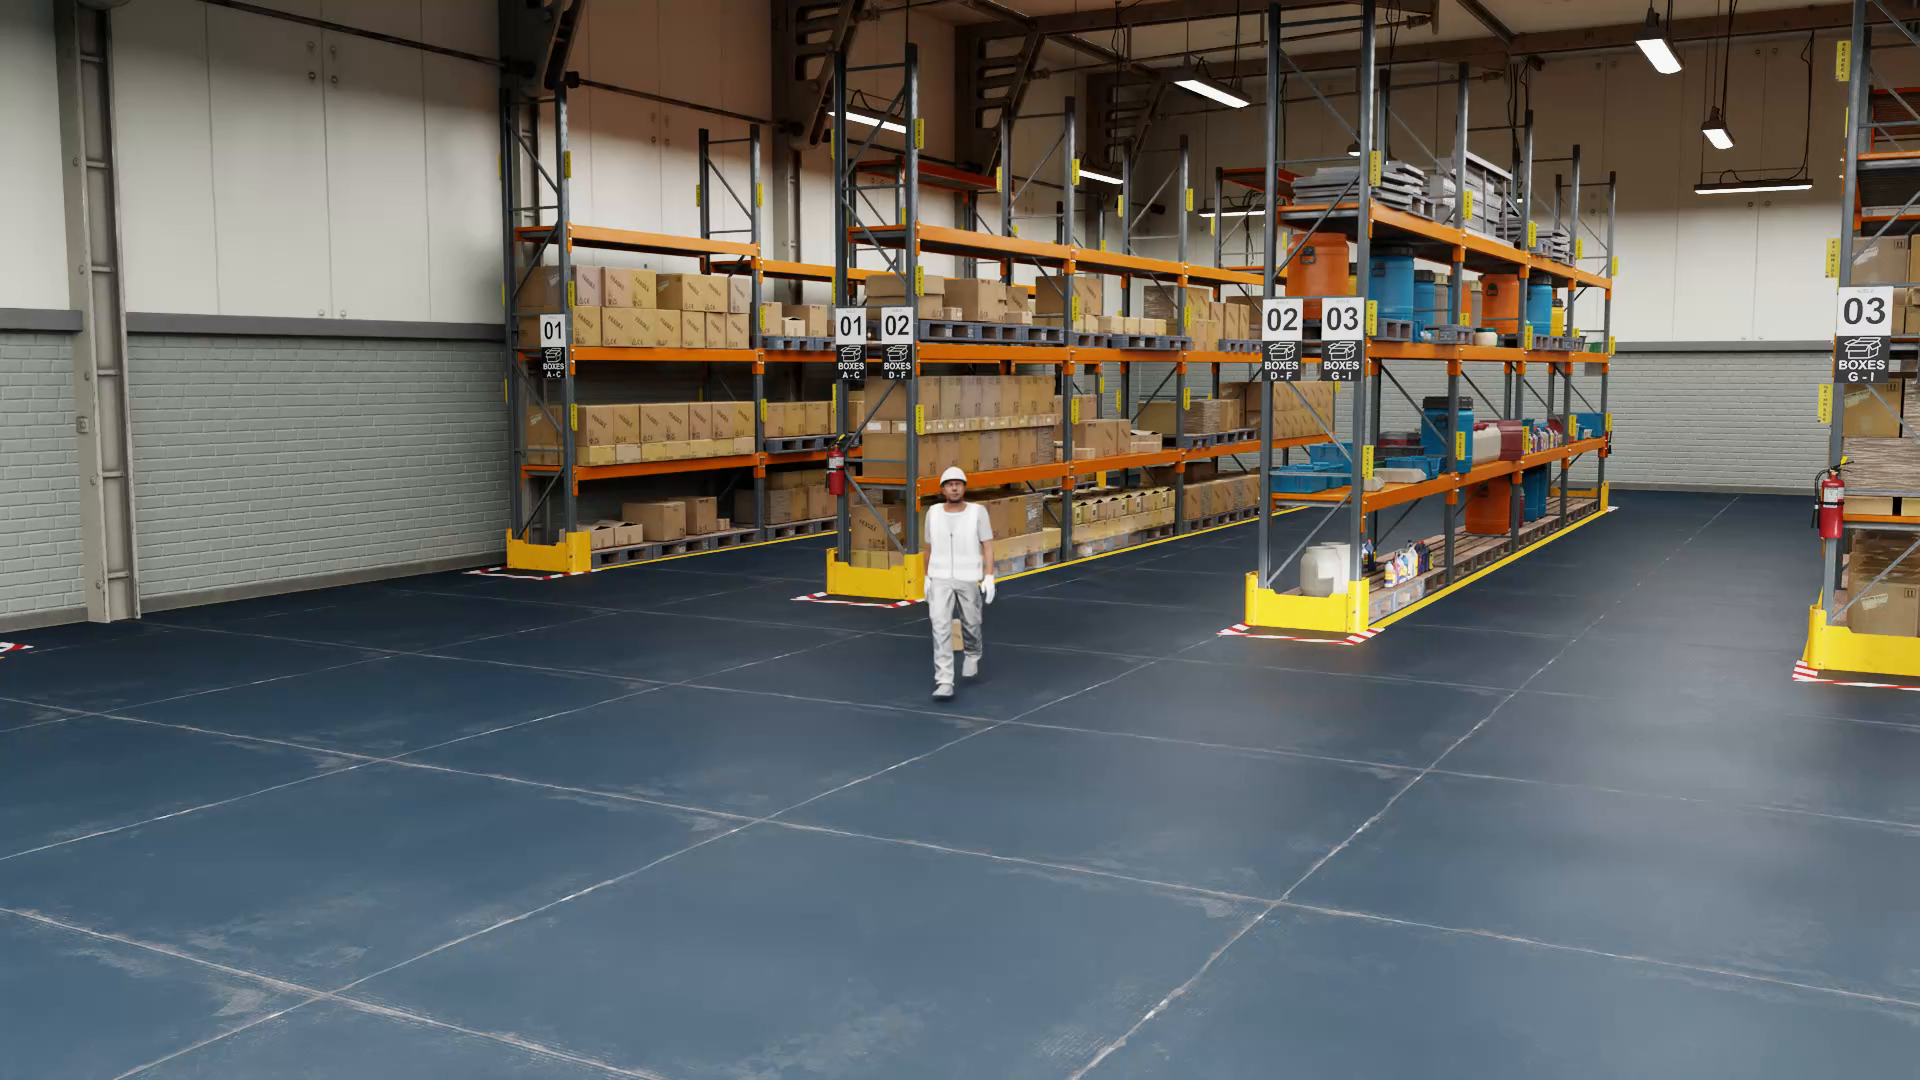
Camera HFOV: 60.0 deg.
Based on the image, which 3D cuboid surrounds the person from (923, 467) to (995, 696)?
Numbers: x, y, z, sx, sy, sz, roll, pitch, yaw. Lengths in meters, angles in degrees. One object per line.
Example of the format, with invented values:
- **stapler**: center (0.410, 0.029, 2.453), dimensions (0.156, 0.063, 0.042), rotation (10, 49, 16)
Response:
- **person**: center (-0.007, 0.306, 12.970), dimensions (0.585, 1.755, 0.942), rotation (1, 6, 7)
